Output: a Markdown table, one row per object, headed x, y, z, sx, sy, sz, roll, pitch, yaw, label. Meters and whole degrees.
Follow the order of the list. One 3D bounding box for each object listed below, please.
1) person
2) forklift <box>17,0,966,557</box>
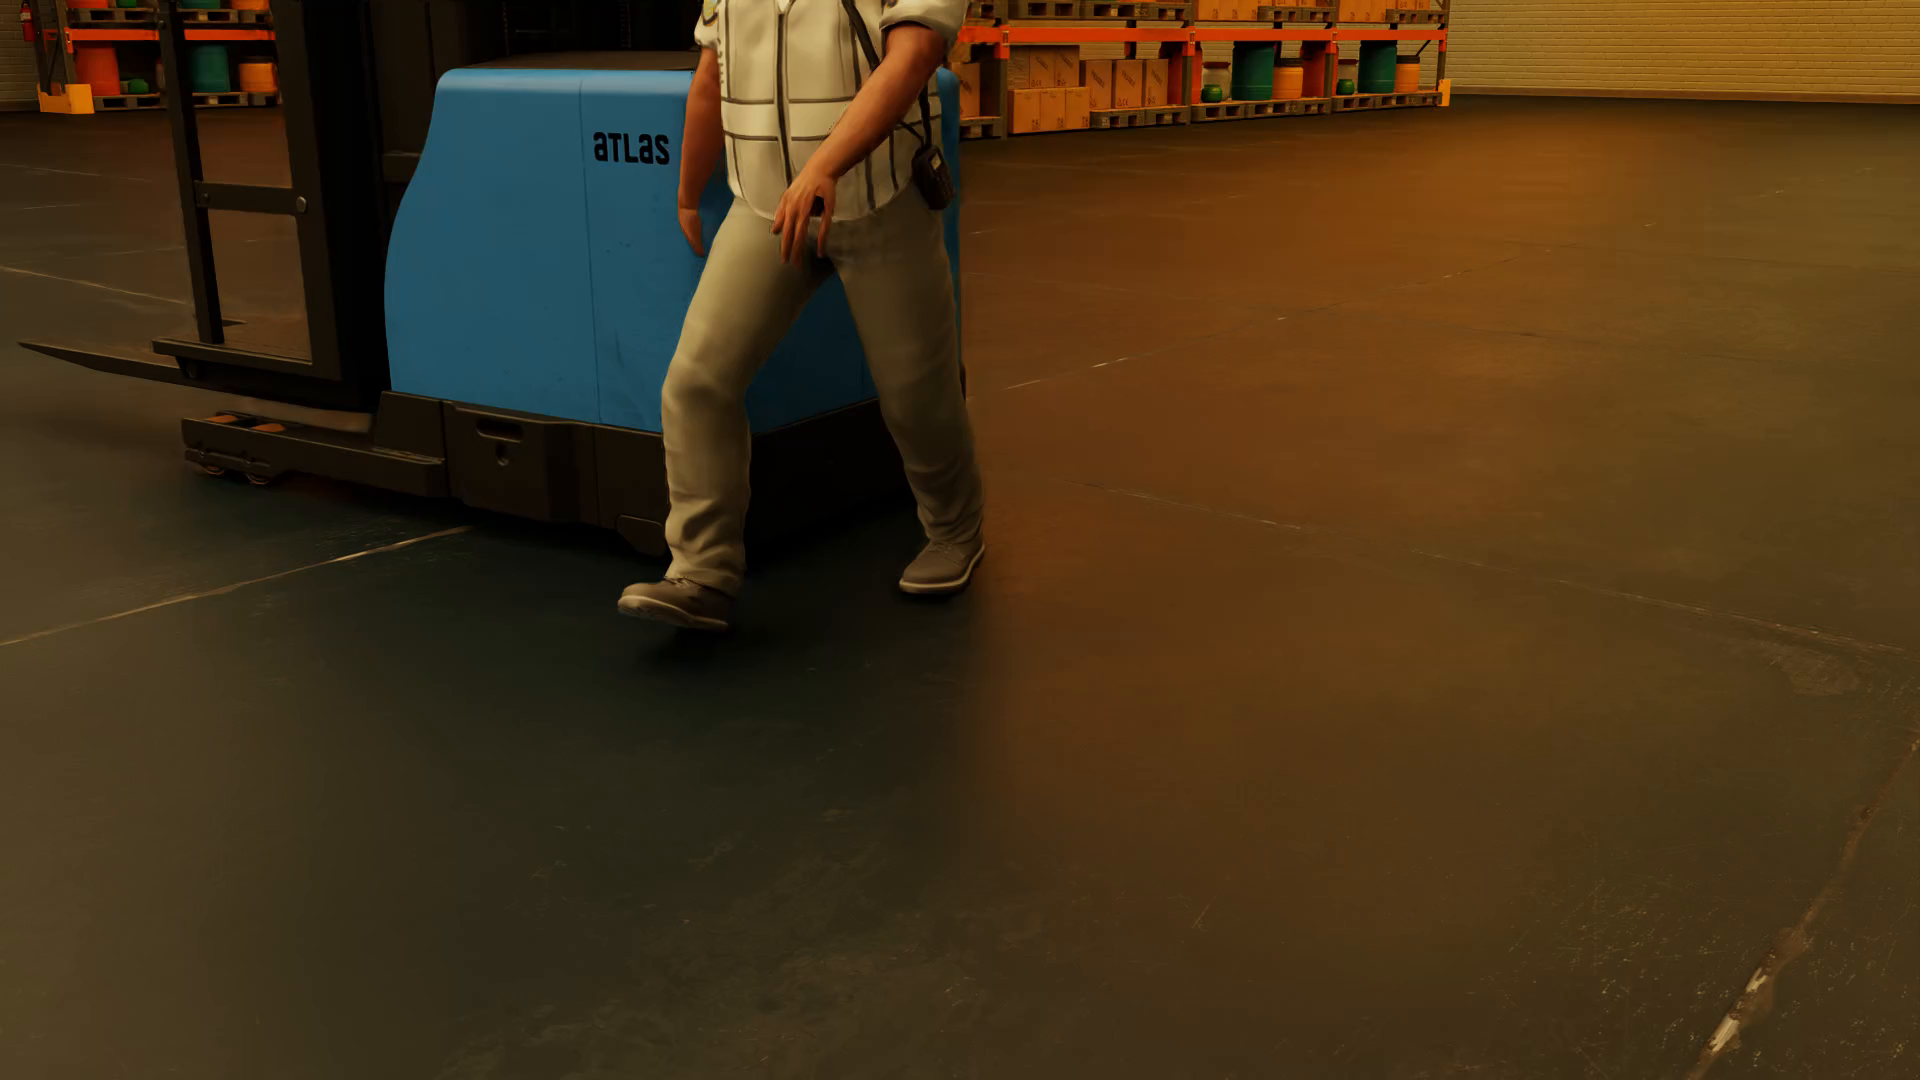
| x | y | z | sx | sy | sz | roll | pitch | yaw | label |
| --- | --- | --- | --- | --- | --- | --- | --- | --- | --- |
| -0.315 | -0.644 | 3.214 | 0.693 | 1.681 | 0.873 | 6 | 18 | 18 | person |
| -1.507 | -1.665 | 4.380 | 3.031 | 2.935 | 1.130 | 10 | 20 | 30 | forklift |
